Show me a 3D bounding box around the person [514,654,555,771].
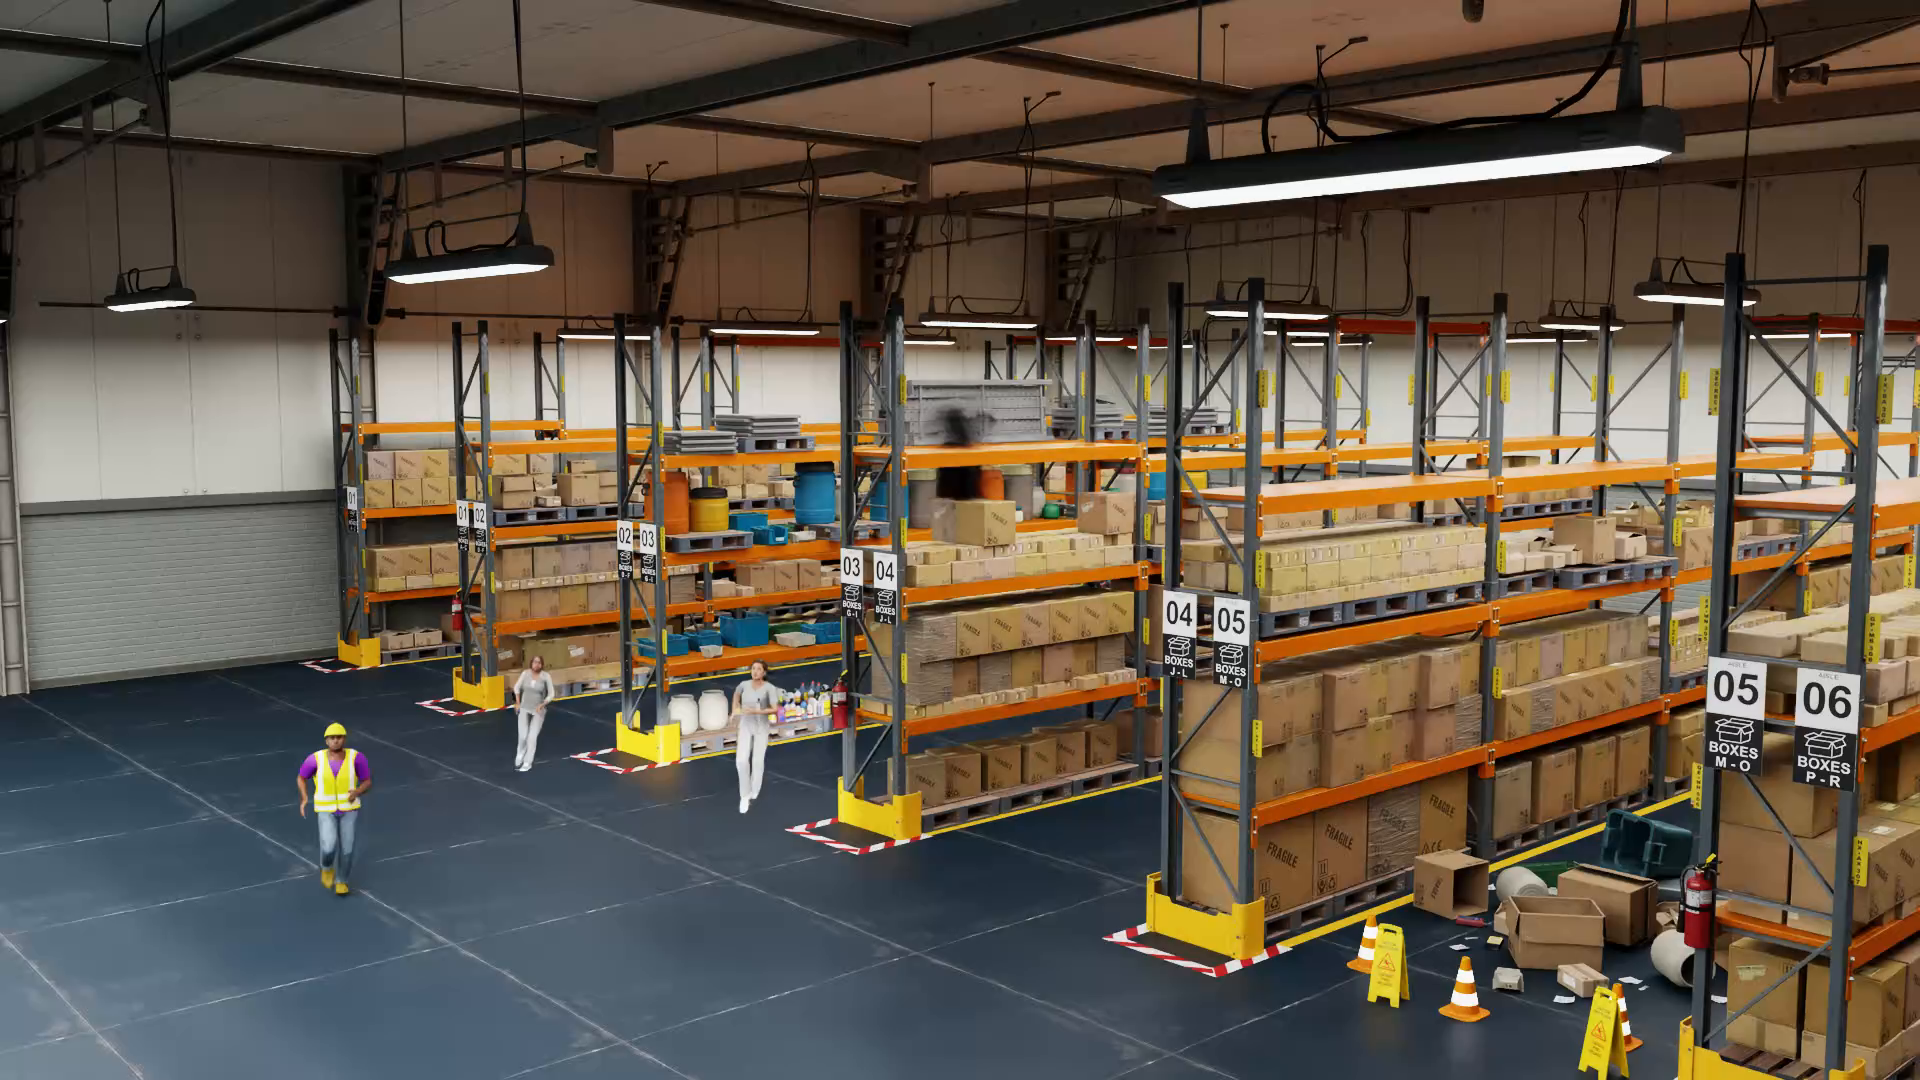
[{"bbox_3d":[-5.558,2.256,21.684,0.539,1.547,0.505,-1,6,-8],"label":"person"}]

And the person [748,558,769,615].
[{"bbox_3d":[-3.833,1.181,31.866,0.626,1.674,0.660,-5,8,-43],"label":"person"}]

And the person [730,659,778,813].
[{"bbox_3d":[-2.342,2.213,18.946,0.574,1.744,0.583,0,6,1],"label":"person"}]

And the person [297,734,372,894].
[{"bbox_3d":[-6.169,2.694,16.457,0.690,1.684,0.597,-2,6,-23],"label":"person"}]
